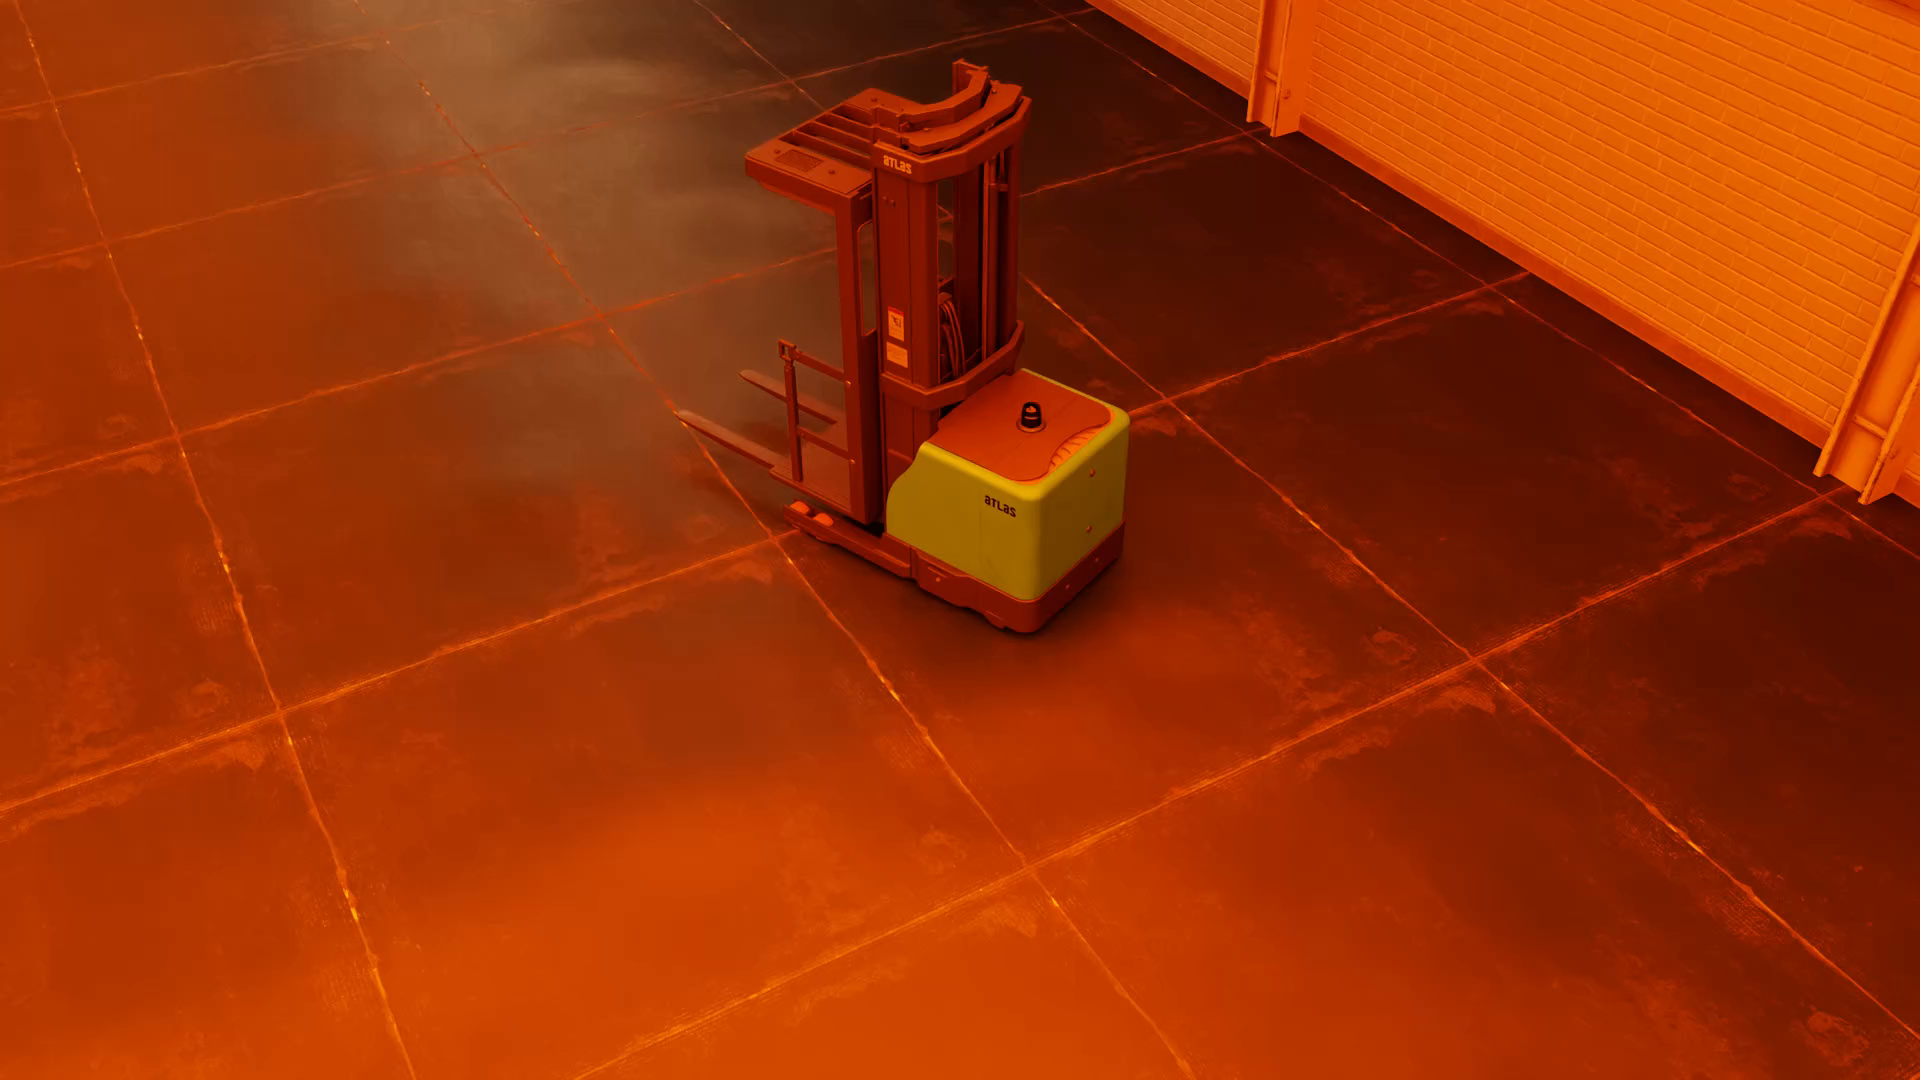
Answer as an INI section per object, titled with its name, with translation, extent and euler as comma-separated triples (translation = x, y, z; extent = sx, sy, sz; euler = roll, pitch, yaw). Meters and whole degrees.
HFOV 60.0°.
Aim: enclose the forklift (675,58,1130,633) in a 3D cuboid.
[forklift]
translation = -0.481, -1.366, 9.683
extent = 3.031, 2.935, 1.130
euler = 26, 46, 28
